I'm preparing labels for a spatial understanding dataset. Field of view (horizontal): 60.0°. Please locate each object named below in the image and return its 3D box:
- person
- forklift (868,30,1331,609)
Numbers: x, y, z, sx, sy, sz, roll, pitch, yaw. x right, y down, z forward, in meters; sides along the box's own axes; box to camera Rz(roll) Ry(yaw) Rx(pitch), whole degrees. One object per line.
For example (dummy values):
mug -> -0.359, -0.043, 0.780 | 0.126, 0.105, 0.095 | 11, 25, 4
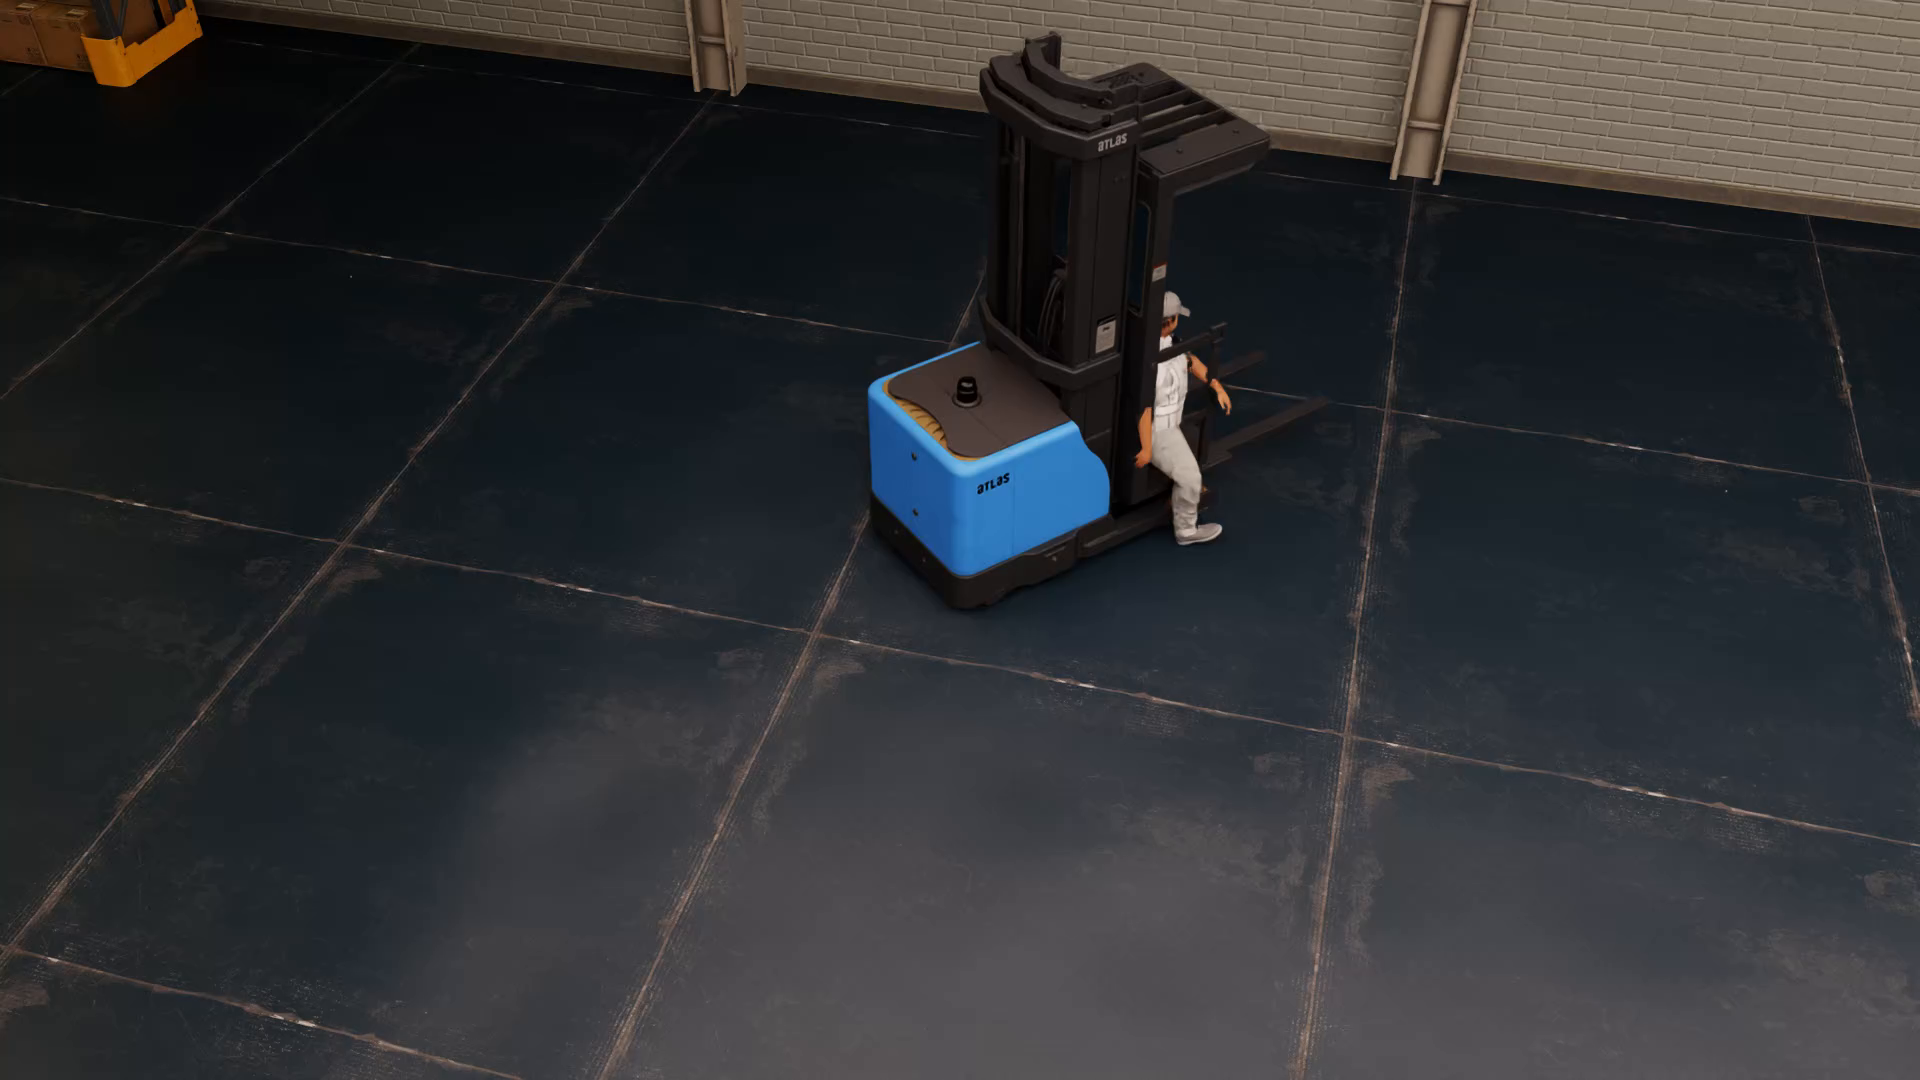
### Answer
person -> 1.186, -0.693, 9.711 | 0.837, 1.568, 0.673 | 6, 42, 7
forklift -> 0.966, -1.469, 9.538 | 3.031, 2.935, 1.130 | -24, 47, -25
